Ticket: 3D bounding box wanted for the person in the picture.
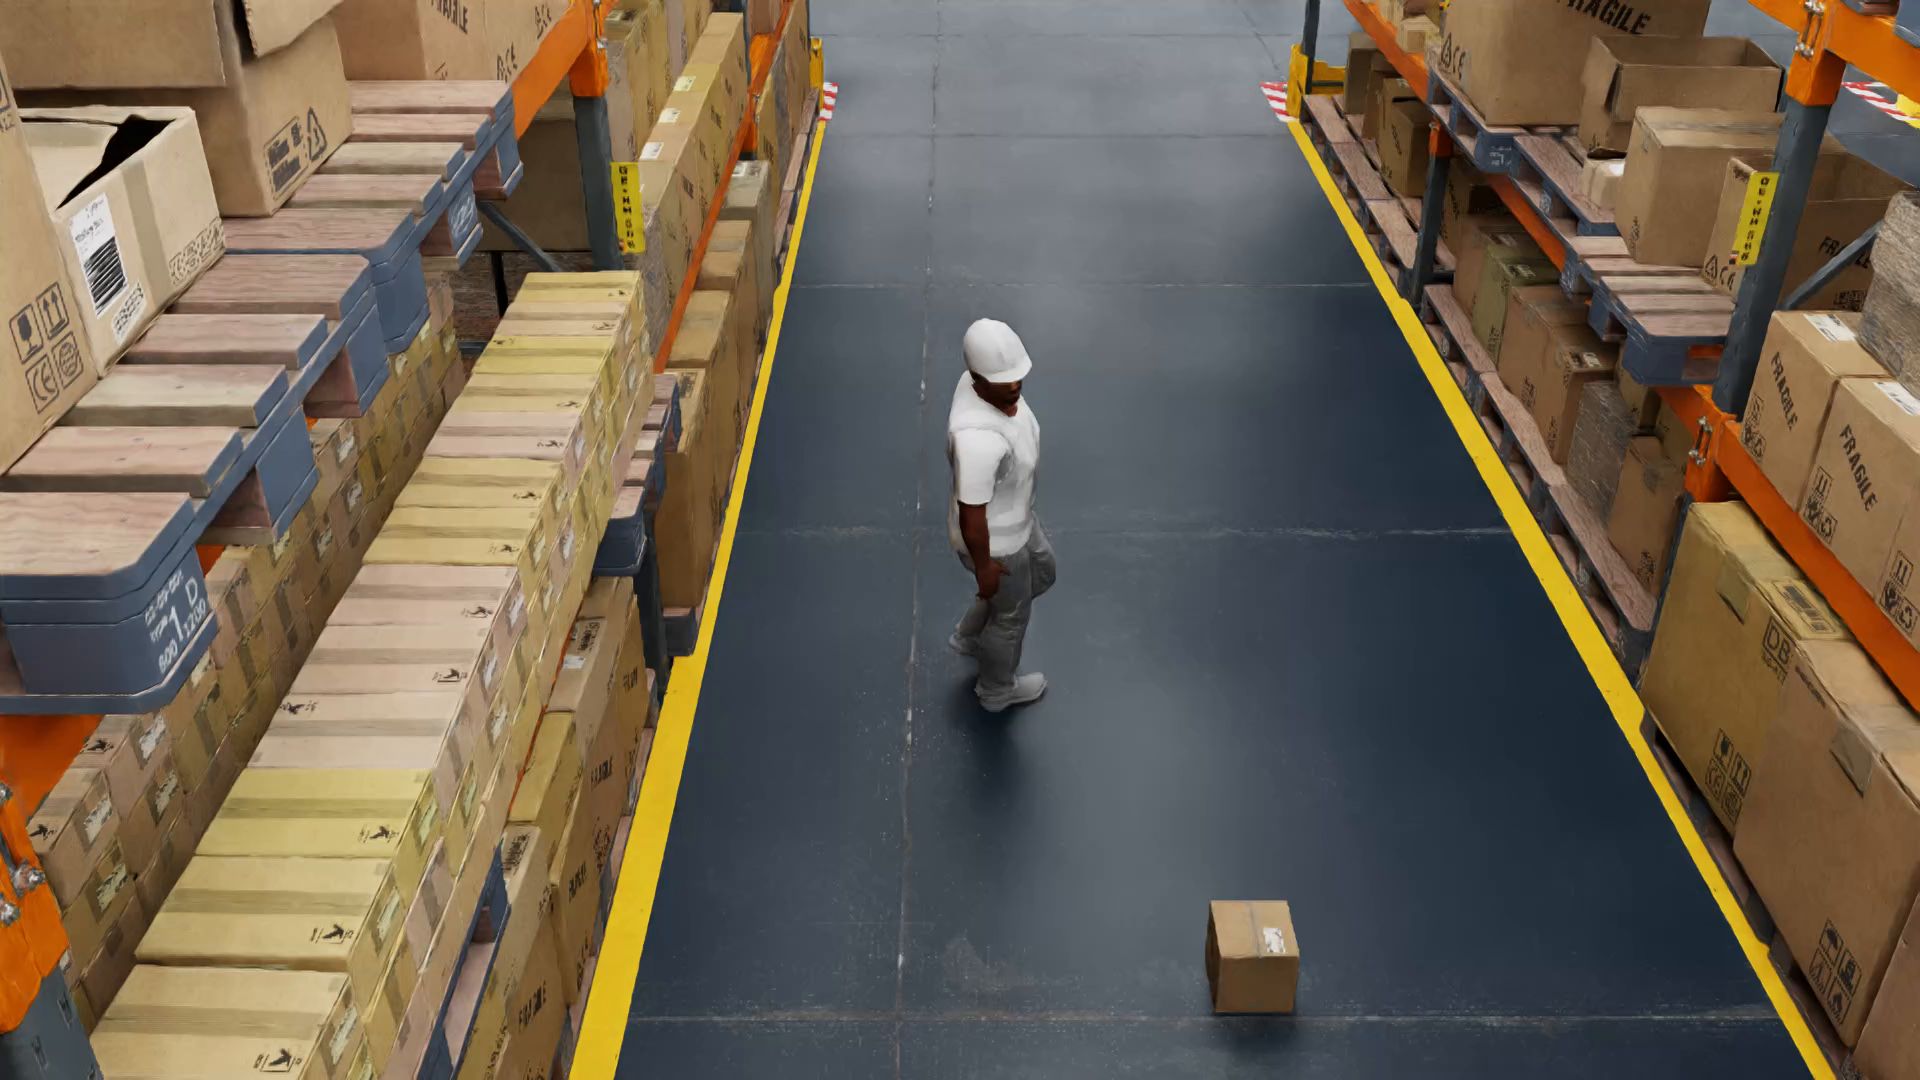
[{"bbox_3d":[0.166,-0.064,6.230,0.434,1.753,0.700,0,31,0],"label":"person"}]
